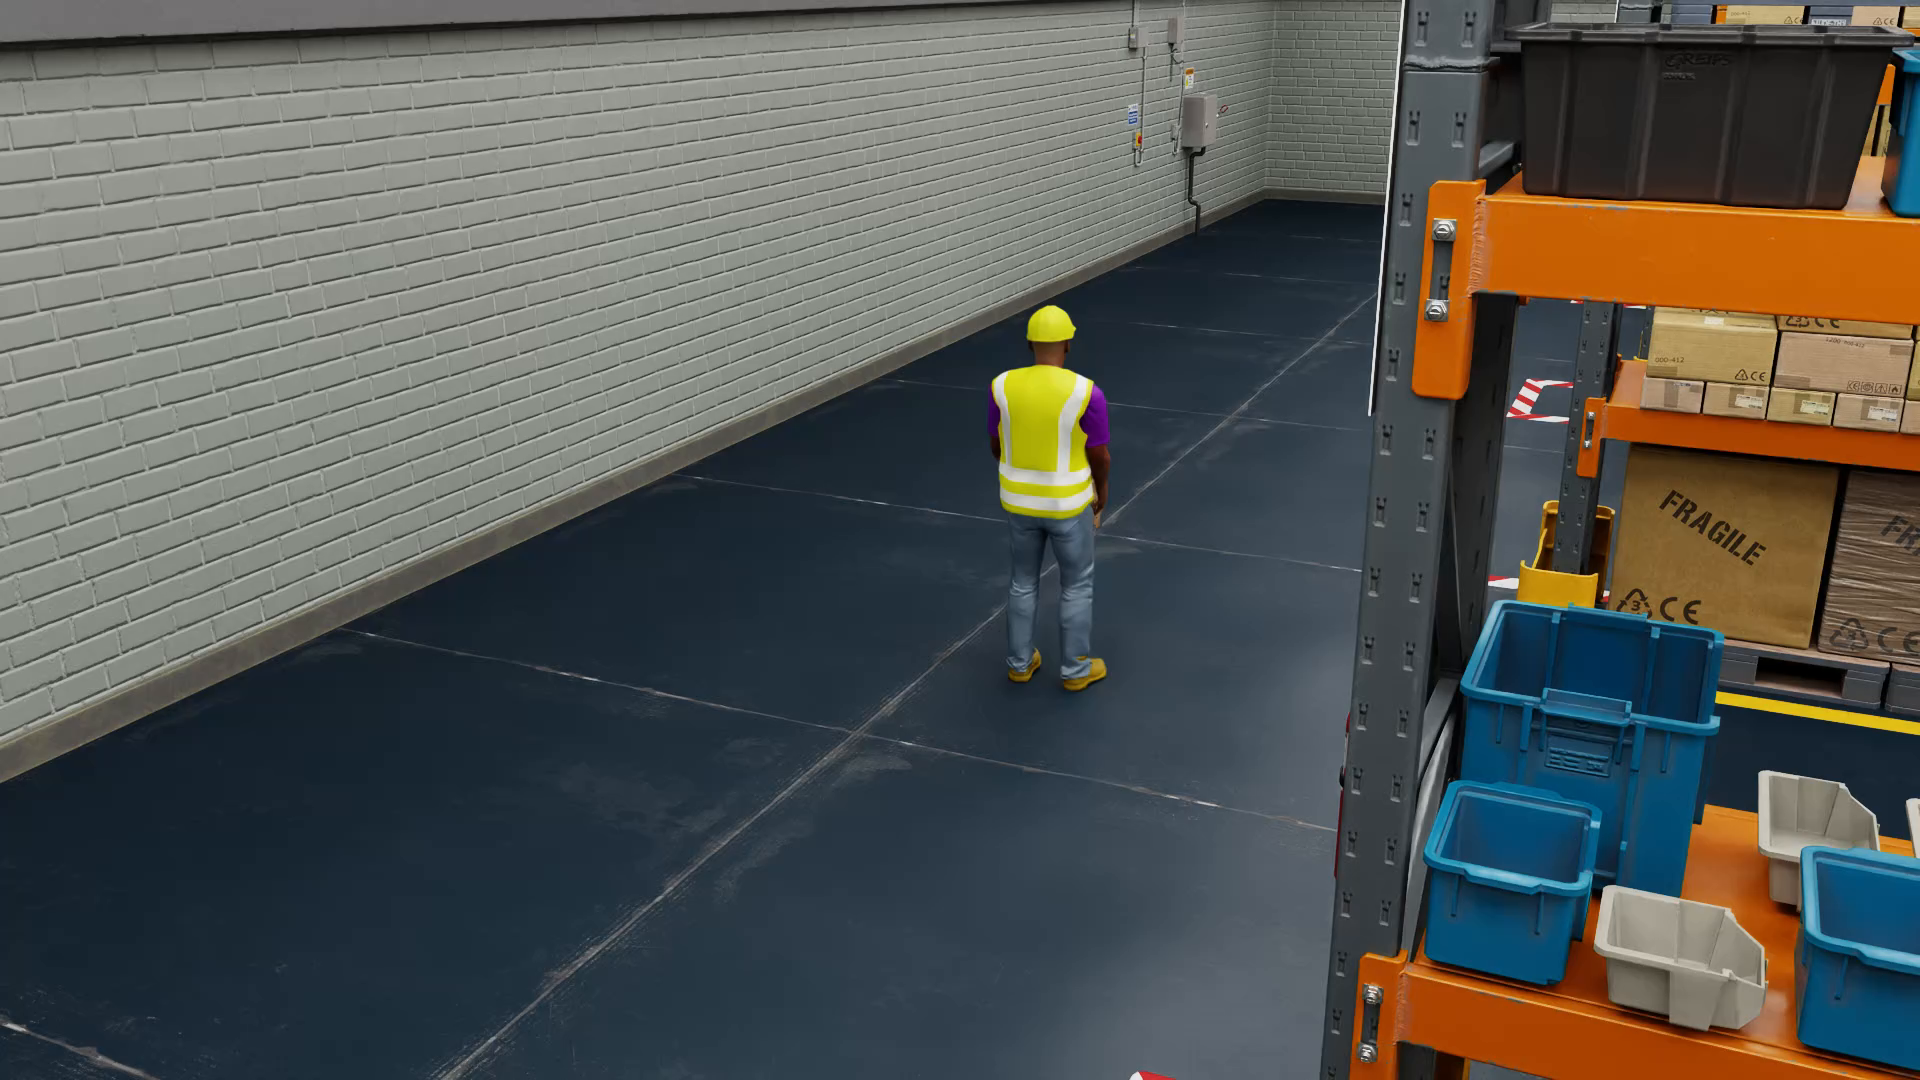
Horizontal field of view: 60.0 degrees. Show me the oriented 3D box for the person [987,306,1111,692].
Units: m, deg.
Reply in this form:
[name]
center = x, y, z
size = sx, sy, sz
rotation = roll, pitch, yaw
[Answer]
[person]
center = 0.413, -0.190, 7.581
size = 0.572, 1.767, 0.470
rotation = 8, 20, 22
